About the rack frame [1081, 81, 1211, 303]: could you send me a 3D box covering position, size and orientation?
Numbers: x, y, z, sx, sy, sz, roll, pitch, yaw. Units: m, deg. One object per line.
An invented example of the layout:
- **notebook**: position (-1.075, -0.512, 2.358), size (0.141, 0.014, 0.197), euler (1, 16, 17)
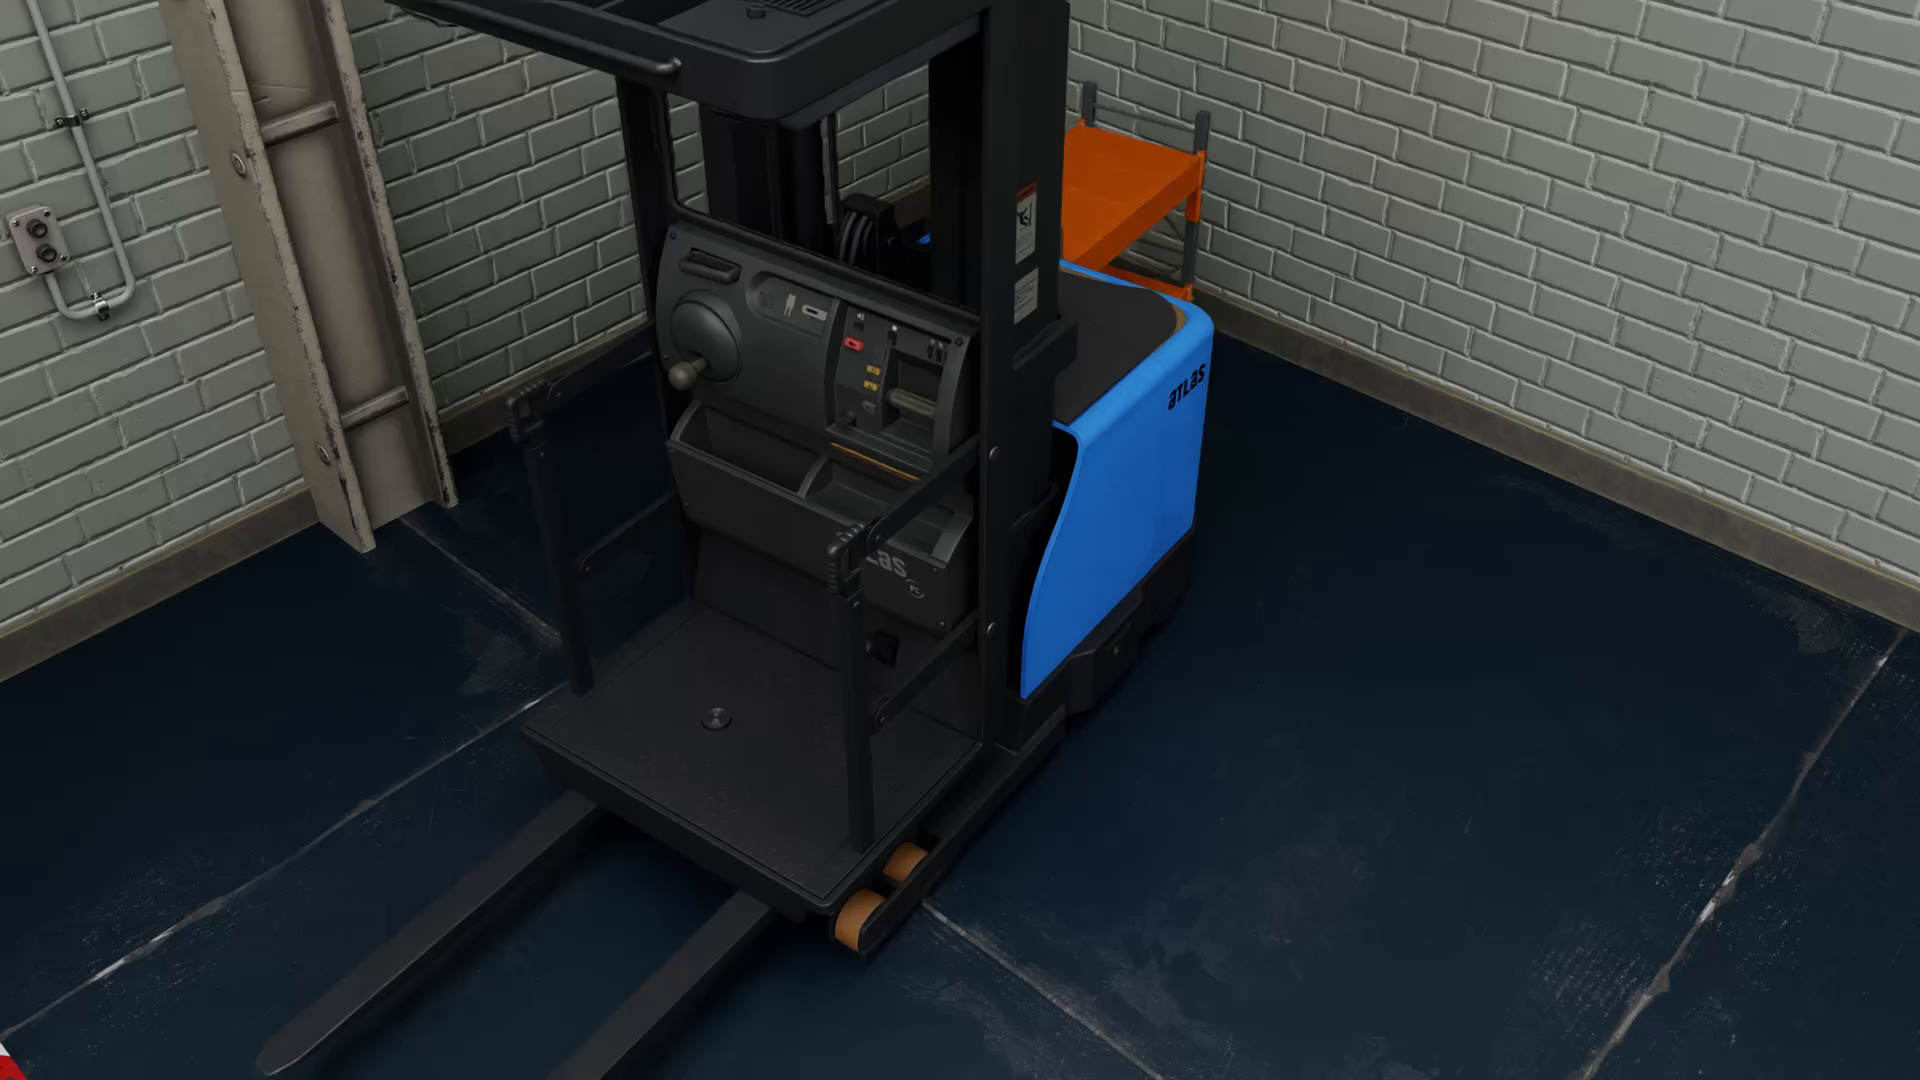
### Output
- **rack frame**: position (0.663, -1.136, 6.275), size (0.500, 1.125, 0.032), euler (22, 44, 25)

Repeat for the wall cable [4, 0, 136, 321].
- **wall cable**: position (-3.042, -1.061, 3.858), size (0.084, 1.984, 1.851), euler (30, 47, 32)

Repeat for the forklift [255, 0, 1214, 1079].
- **forklift**: position (-0.496, -0.406, 3.906), size (1.130, 2.935, 3.031), euler (24, 44, 27)

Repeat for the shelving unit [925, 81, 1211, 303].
- **shelving unit**: position (0.384, -0.871, 5.942), size (0.538, 1.125, 1.048), euler (22, 44, 25)

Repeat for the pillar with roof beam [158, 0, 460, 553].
- **pillar with roof beam**: position (1.154, -1.822, 0.812), size (9.100, 9.000, 0.400), euler (30, 47, 32)

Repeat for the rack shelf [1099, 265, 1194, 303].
- **rack shelf**: position (0.384, -0.680, 6.094), size (0.538, 0.278, 1.000), euler (22, 44, 25)

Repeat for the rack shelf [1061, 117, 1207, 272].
- **rack shelf**: position (0.384, -1.101, 5.760), size (0.538, 0.278, 1.000), euler (22, 44, 25)

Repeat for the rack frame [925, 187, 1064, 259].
- **rack frame**: position (0.105, -0.607, 5.609), size (0.500, 1.125, 0.032), euler (22, 44, 25)
